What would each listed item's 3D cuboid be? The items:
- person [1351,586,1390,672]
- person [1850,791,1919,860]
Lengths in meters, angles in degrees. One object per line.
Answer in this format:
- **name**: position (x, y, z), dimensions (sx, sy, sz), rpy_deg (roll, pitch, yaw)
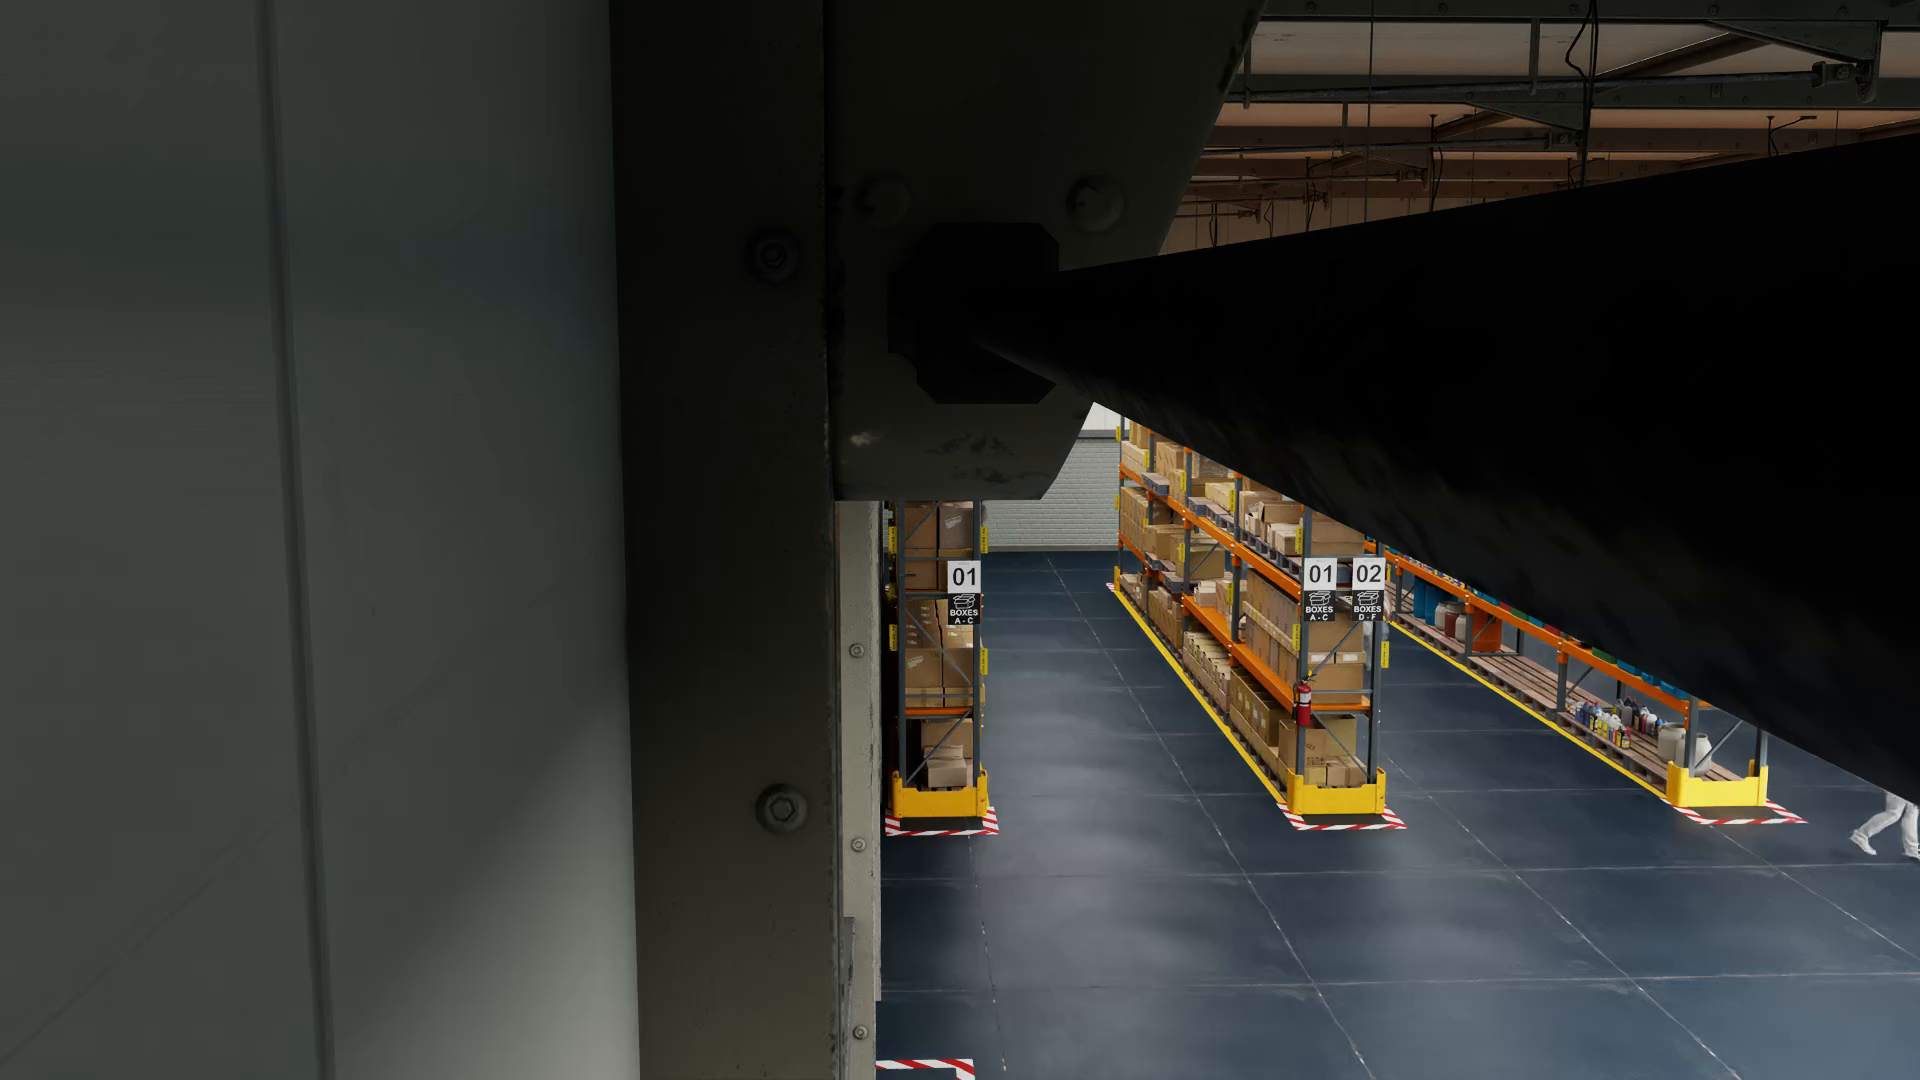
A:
- **person**: position (7.050, 1.386, 28.463), dimensions (0.705, 1.724, 0.668), rpy_deg (-2, 8, -13)
- **person**: position (10.626, 2.751, 18.845), dimensions (0.867, 1.791, 0.722), rpy_deg (4, 9, 25)
